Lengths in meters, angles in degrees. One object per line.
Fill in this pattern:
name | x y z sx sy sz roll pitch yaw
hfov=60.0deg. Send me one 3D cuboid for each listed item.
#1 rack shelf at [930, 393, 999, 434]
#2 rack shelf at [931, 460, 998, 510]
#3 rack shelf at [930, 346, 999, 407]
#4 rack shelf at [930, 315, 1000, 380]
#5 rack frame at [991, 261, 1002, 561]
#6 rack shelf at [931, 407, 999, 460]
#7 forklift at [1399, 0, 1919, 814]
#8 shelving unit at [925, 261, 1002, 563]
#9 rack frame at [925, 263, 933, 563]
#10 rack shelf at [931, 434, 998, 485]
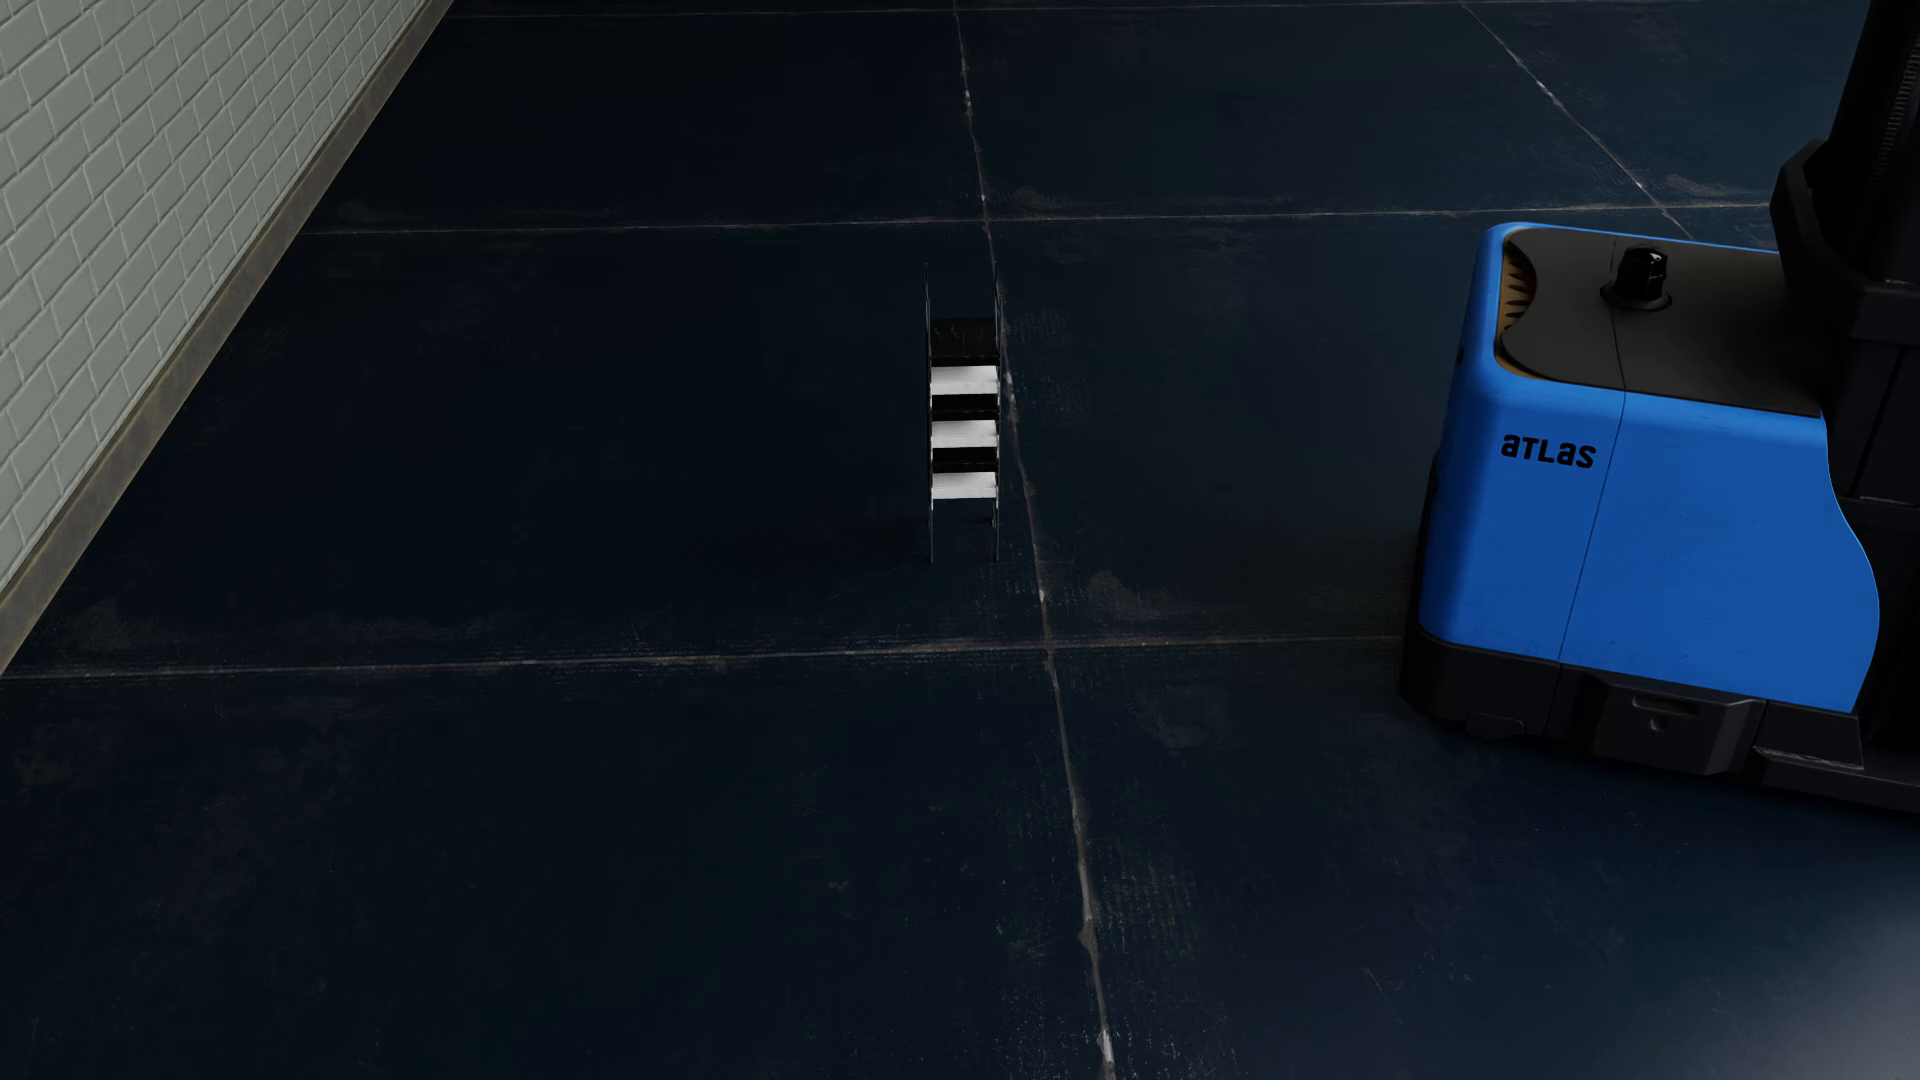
rack shelf | 0.008 -0.417 4.962 0.200 0.077 0.258 -2 35 -2
rack shelf | 0.008 -0.195 5.116 0.200 0.077 0.258 -2 35 -2
rack shelf | 0.008 -0.491 4.911 0.200 0.077 0.258 -2 35 -2
rack shelf | 0.008 -0.565 4.860 0.200 0.077 0.258 -2 35 -2
rack frame | 0.110 -0.373 4.998 0.006 0.900 0.240 -2 35 -2
rack shelf | 0.008 -0.343 5.013 0.200 0.077 0.258 -2 35 -2
forklift | 2.771 -0.725 3.722 3.031 2.935 1.130 10 36 14
shelving unit | 0.008 -0.370 4.994 0.210 0.900 0.258 -2 35 -2
rack frame | -0.093 -0.368 4.990 0.006 0.900 0.240 -2 35 -2
rack shelf | 0.008 -0.269 5.064 0.200 0.077 0.258 -2 35 -2
